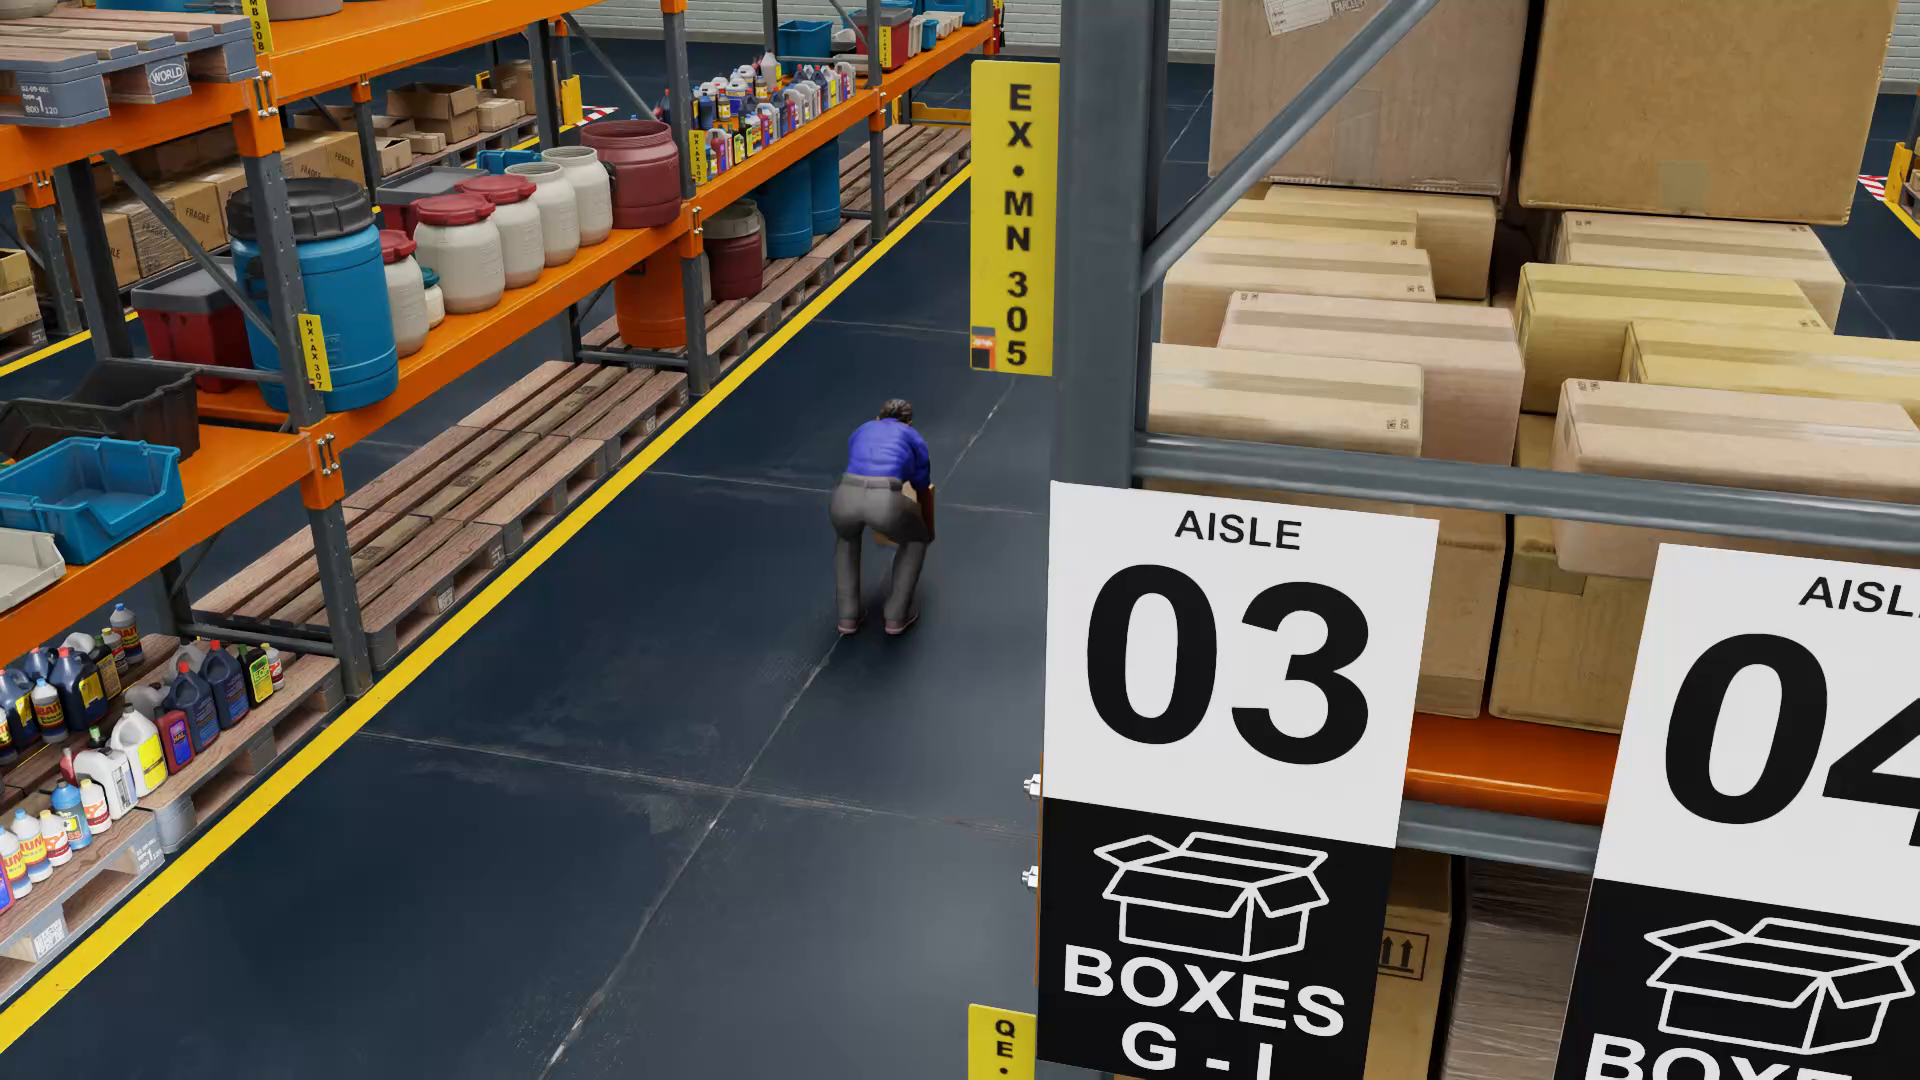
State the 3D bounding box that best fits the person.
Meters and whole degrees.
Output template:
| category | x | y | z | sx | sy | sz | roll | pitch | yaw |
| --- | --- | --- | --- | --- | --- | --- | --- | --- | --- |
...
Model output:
| category | x | y | z | sx | sy | sz | roll | pitch | yaw |
| --- | --- | --- | --- | --- | --- | --- | --- | --- | --- |
| person | -0.377 | -0.102 | 8.085 | 0.456 | 1.012 | 0.860 | 5 | 26 | 11 |
